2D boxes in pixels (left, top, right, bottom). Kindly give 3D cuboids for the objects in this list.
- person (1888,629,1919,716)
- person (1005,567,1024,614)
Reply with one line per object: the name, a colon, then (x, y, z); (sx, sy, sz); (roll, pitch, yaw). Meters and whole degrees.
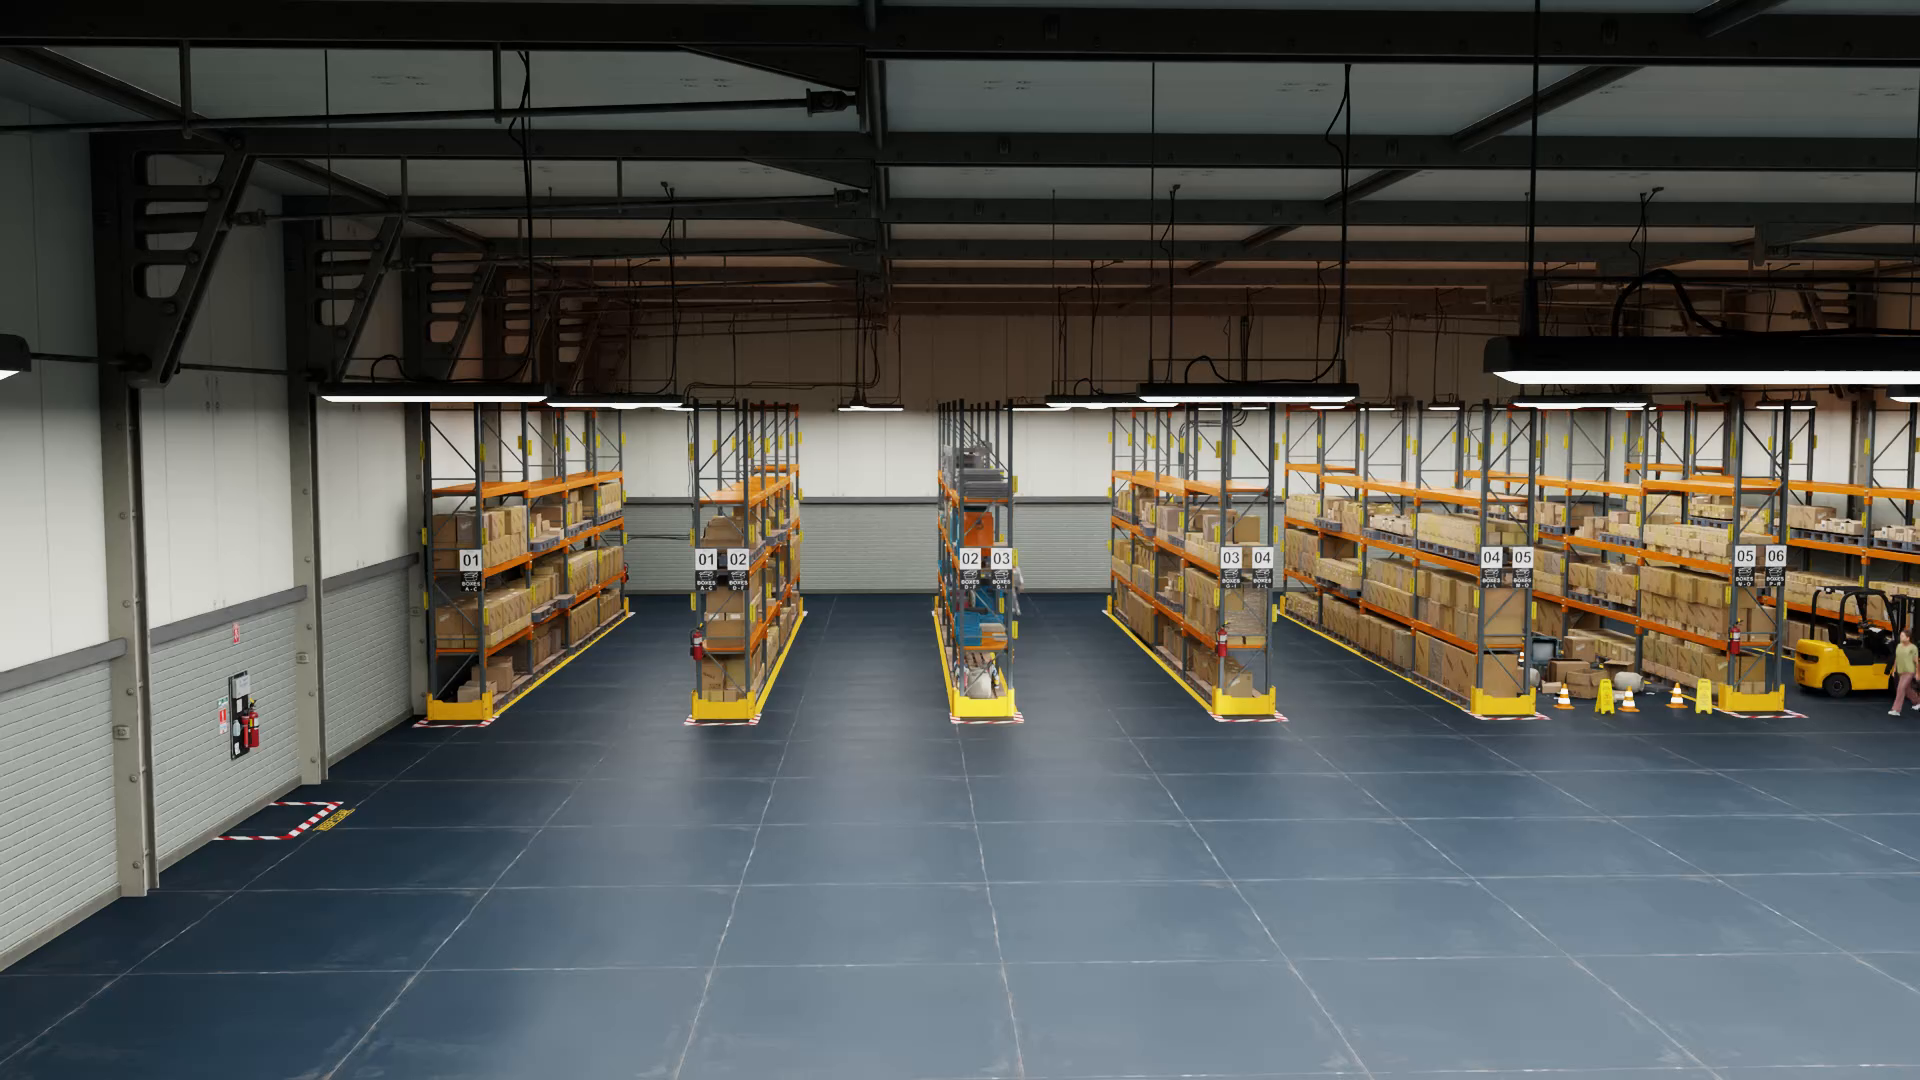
person: (17.989, 2.503, 31.581); (1.000, 1.628, 0.475); (-2, 5, -20)
person: (1.590, 1.316, 47.537); (0.454, 1.541, 0.938); (-2, 5, -26)
